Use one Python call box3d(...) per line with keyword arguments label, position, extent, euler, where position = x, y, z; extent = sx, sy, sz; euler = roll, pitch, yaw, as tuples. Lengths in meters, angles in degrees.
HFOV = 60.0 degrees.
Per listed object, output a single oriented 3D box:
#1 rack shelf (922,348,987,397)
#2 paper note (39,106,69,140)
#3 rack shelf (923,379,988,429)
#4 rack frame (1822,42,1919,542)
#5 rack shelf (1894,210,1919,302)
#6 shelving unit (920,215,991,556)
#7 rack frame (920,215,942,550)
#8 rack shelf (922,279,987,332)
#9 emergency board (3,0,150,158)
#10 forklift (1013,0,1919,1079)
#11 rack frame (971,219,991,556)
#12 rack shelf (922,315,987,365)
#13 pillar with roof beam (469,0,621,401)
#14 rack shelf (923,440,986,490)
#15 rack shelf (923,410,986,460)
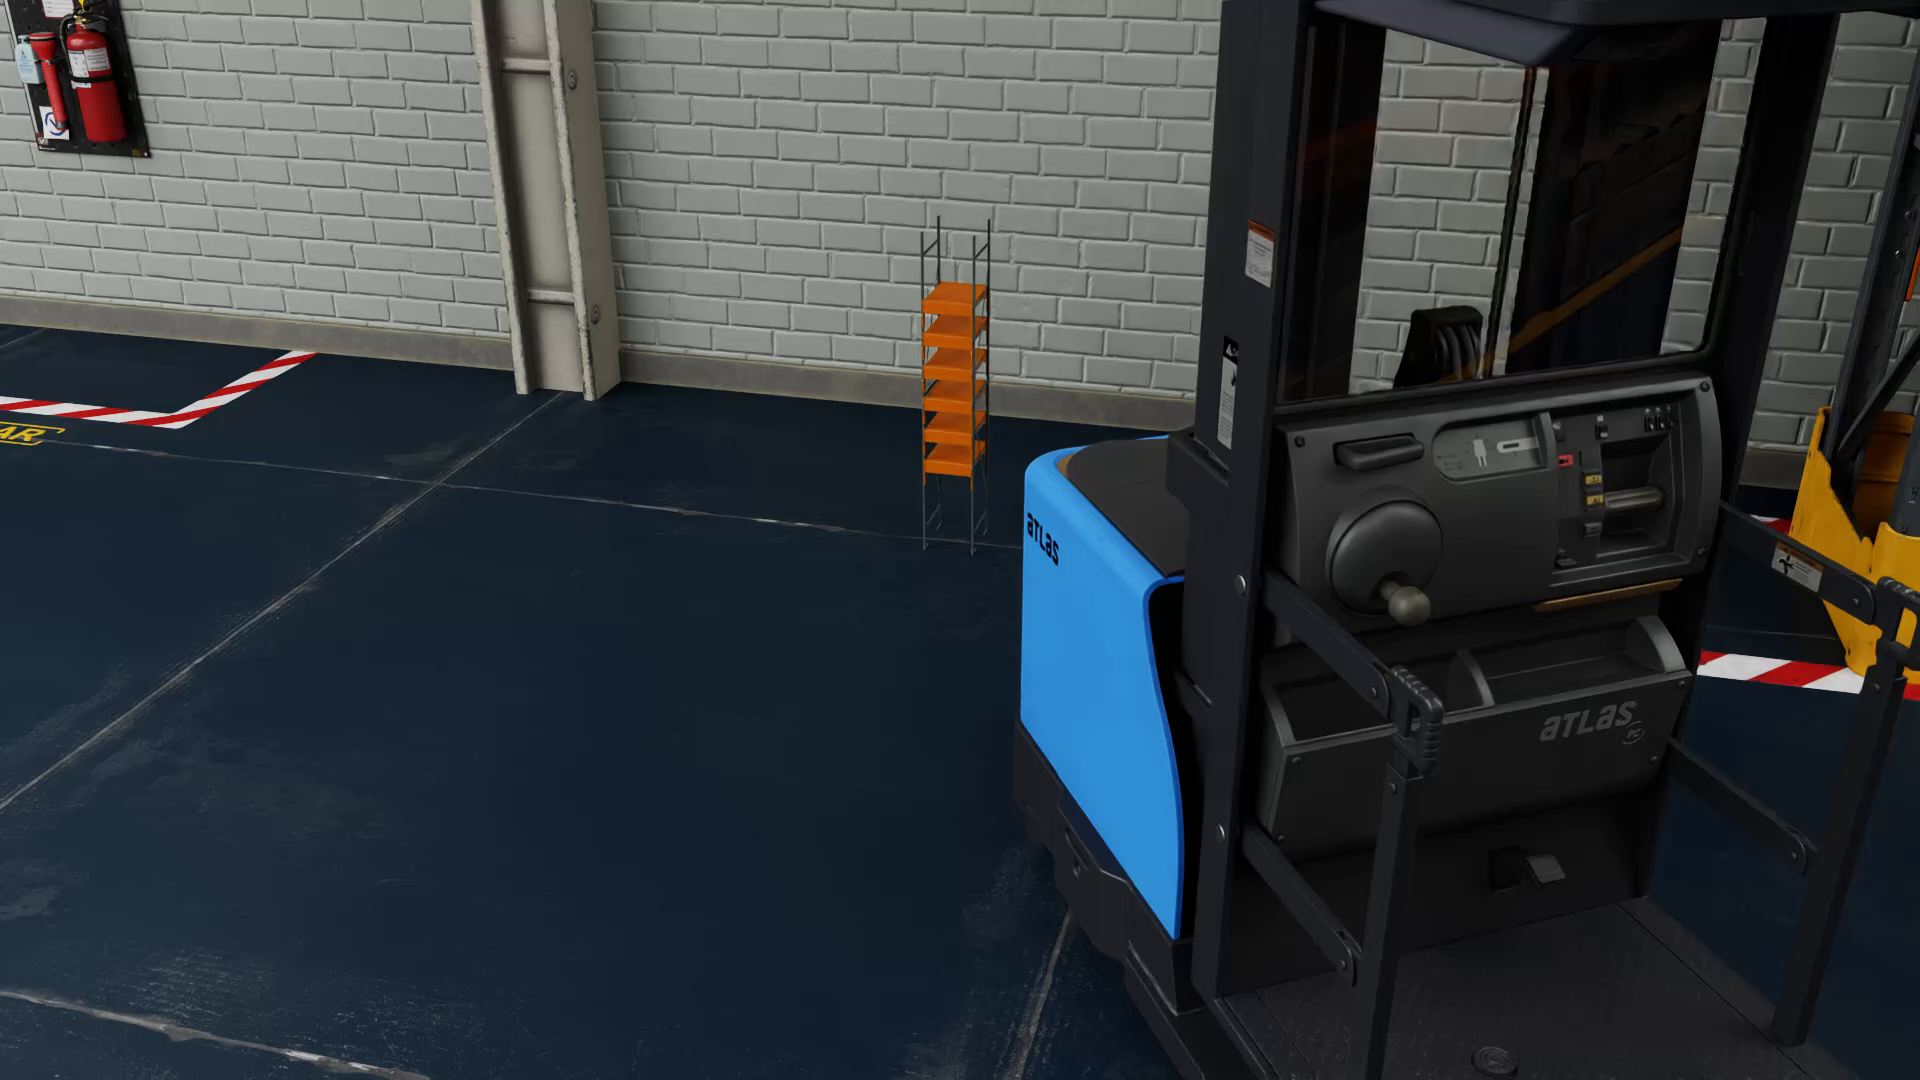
box3d(label="rack shelf", position=(-0.014, -0.612, 5.963), extent=(0.180, 0.103, 0.258), euler=(6, 26, 13))
box3d(label="paper note", position=(-4.356, -2.005, 7.997), extent=(0.142, 0.148, 0.016), euler=(6, 26, 13))
box3d(label="rack shelf", position=(-0.014, -0.503, 6.014), extent=(0.180, 0.103, 0.258), euler=(6, 26, 13))
box3d(label="rack frame", position=(3.100, -1.147, 5.170), extent=(0.127, 3.000, 1.000), euler=(6, 26, 13))
box3d(label="rack shelf", position=(5.037, -0.608, 4.875), extent=(4.000, 0.370, 1.077), euler=(6, 26, 13))
box3d(label="shelving unit", position=(-0.014, -0.543, 5.995), extent=(0.189, 1.200, 0.258), euler=(6, 26, 13))
box3d(label="rack frame", position=(-0.103, -0.553, 6.016), extent=(0.006, 1.200, 0.240), euler=(6, 26, 13))
box3d(label="rack shelf", position=(-0.014, -0.828, 5.860), extent=(0.180, 0.103, 0.258), euler=(6, 26, 13))
box3d(label="emergency board", position=(-4.202, -2.355, 7.707), extent=(0.643, 1.169, 0.194), euler=(6, 26, 13))
box3d(label="forklift", position=(1.100, -0.044, 2.934), extent=(1.130, 2.935, 3.031), euler=(-8, 27, -17))
box3d(label="rack frame", position=(0.075, -0.533, 5.975), extent=(0.006, 1.200, 0.240), euler=(6, 26, 13))
box3d(label="rack shelf", position=(-0.014, -0.720, 5.911), extent=(0.180, 0.103, 0.258), euler=(6, 26, 13))
box3d(label="pillar with roof beam", position=(-2.890, -2.991, 2.064), extent=(0.400, 9.000, 9.100), euler=(6, 26, 13))
box3d(label="rack shelf", position=(-0.014, -0.286, 6.118), extent=(0.180, 0.103, 0.258), euler=(6, 26, 13))
box3d(label="rack shelf", position=(-0.014, -0.395, 6.066), extent=(0.180, 0.103, 0.258), euler=(6, 26, 13))
